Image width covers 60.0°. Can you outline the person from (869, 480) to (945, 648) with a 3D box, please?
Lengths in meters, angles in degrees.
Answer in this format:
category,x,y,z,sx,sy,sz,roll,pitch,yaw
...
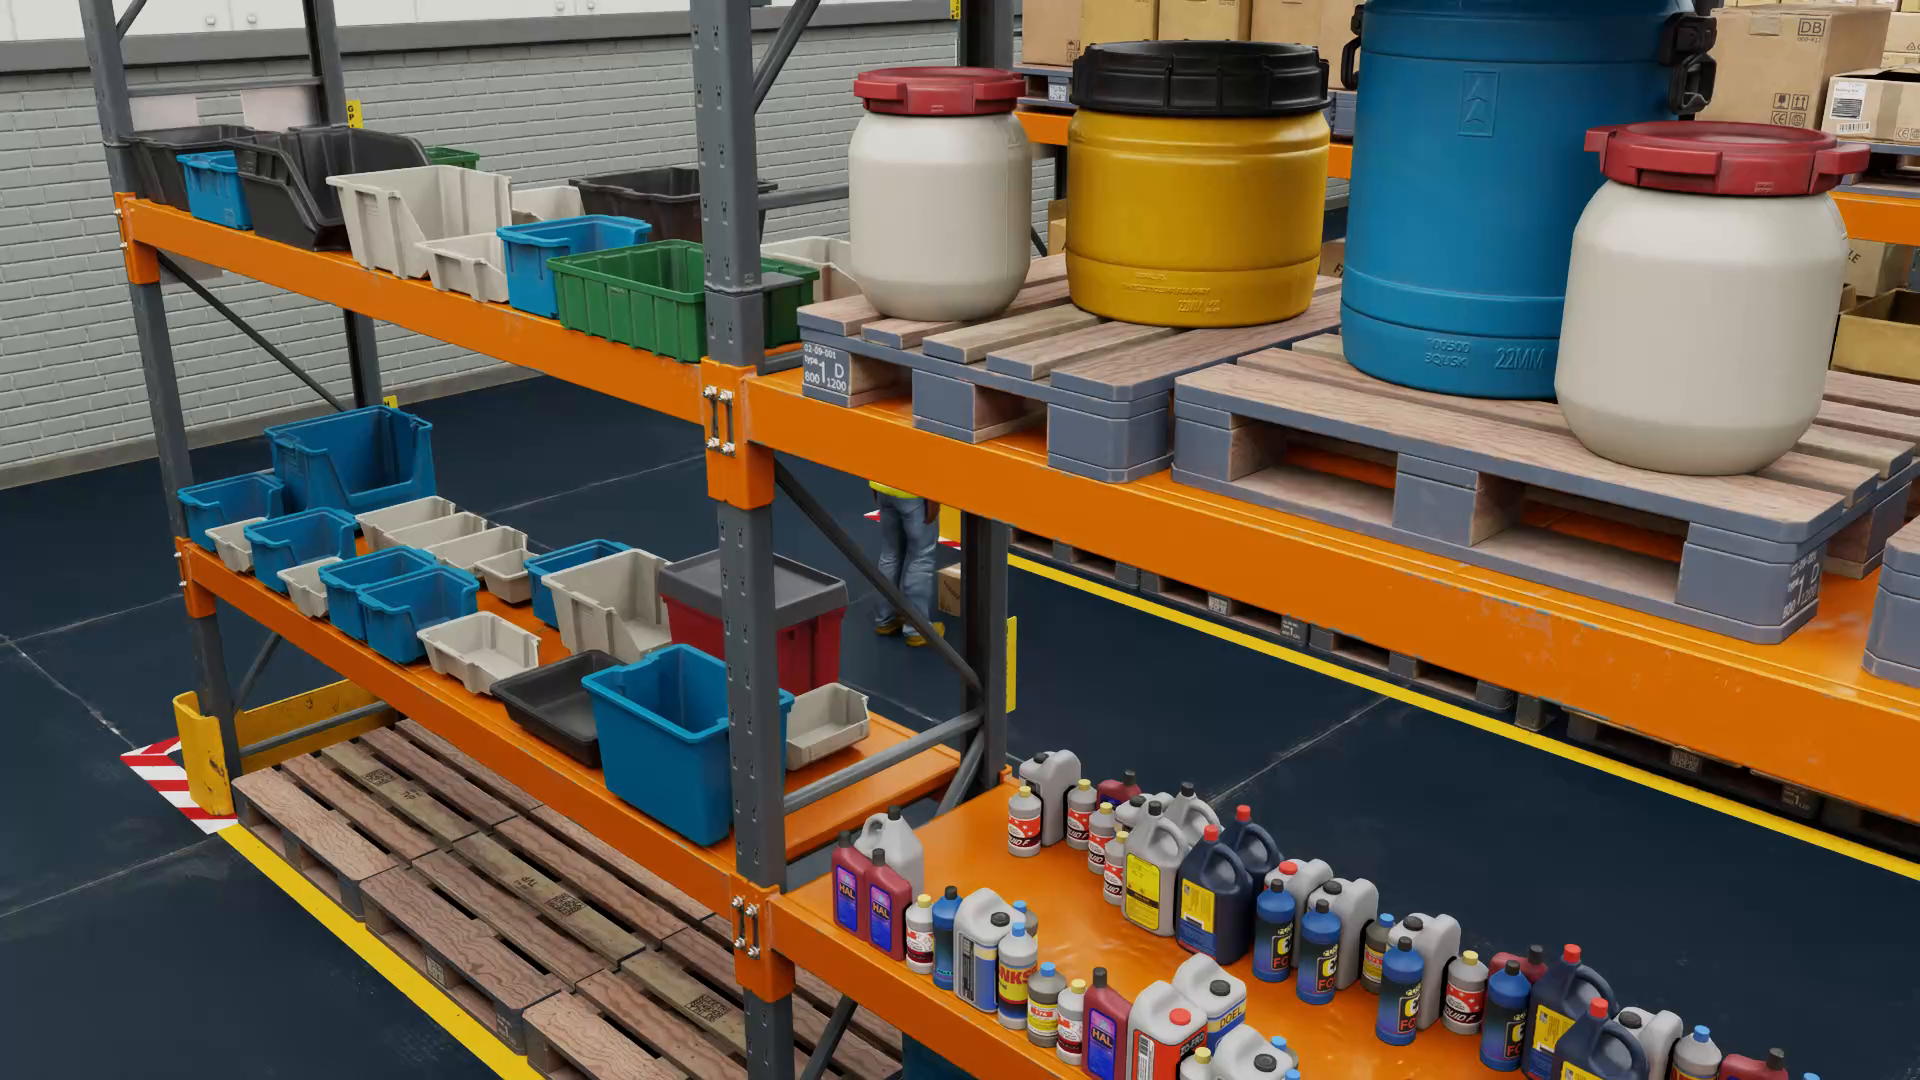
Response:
category,x,y,z,sx,sy,sz,roll,pitch,yaw
person,-0.313,-0.288,9.322,0.361,1.761,0.563,-19,27,-41
